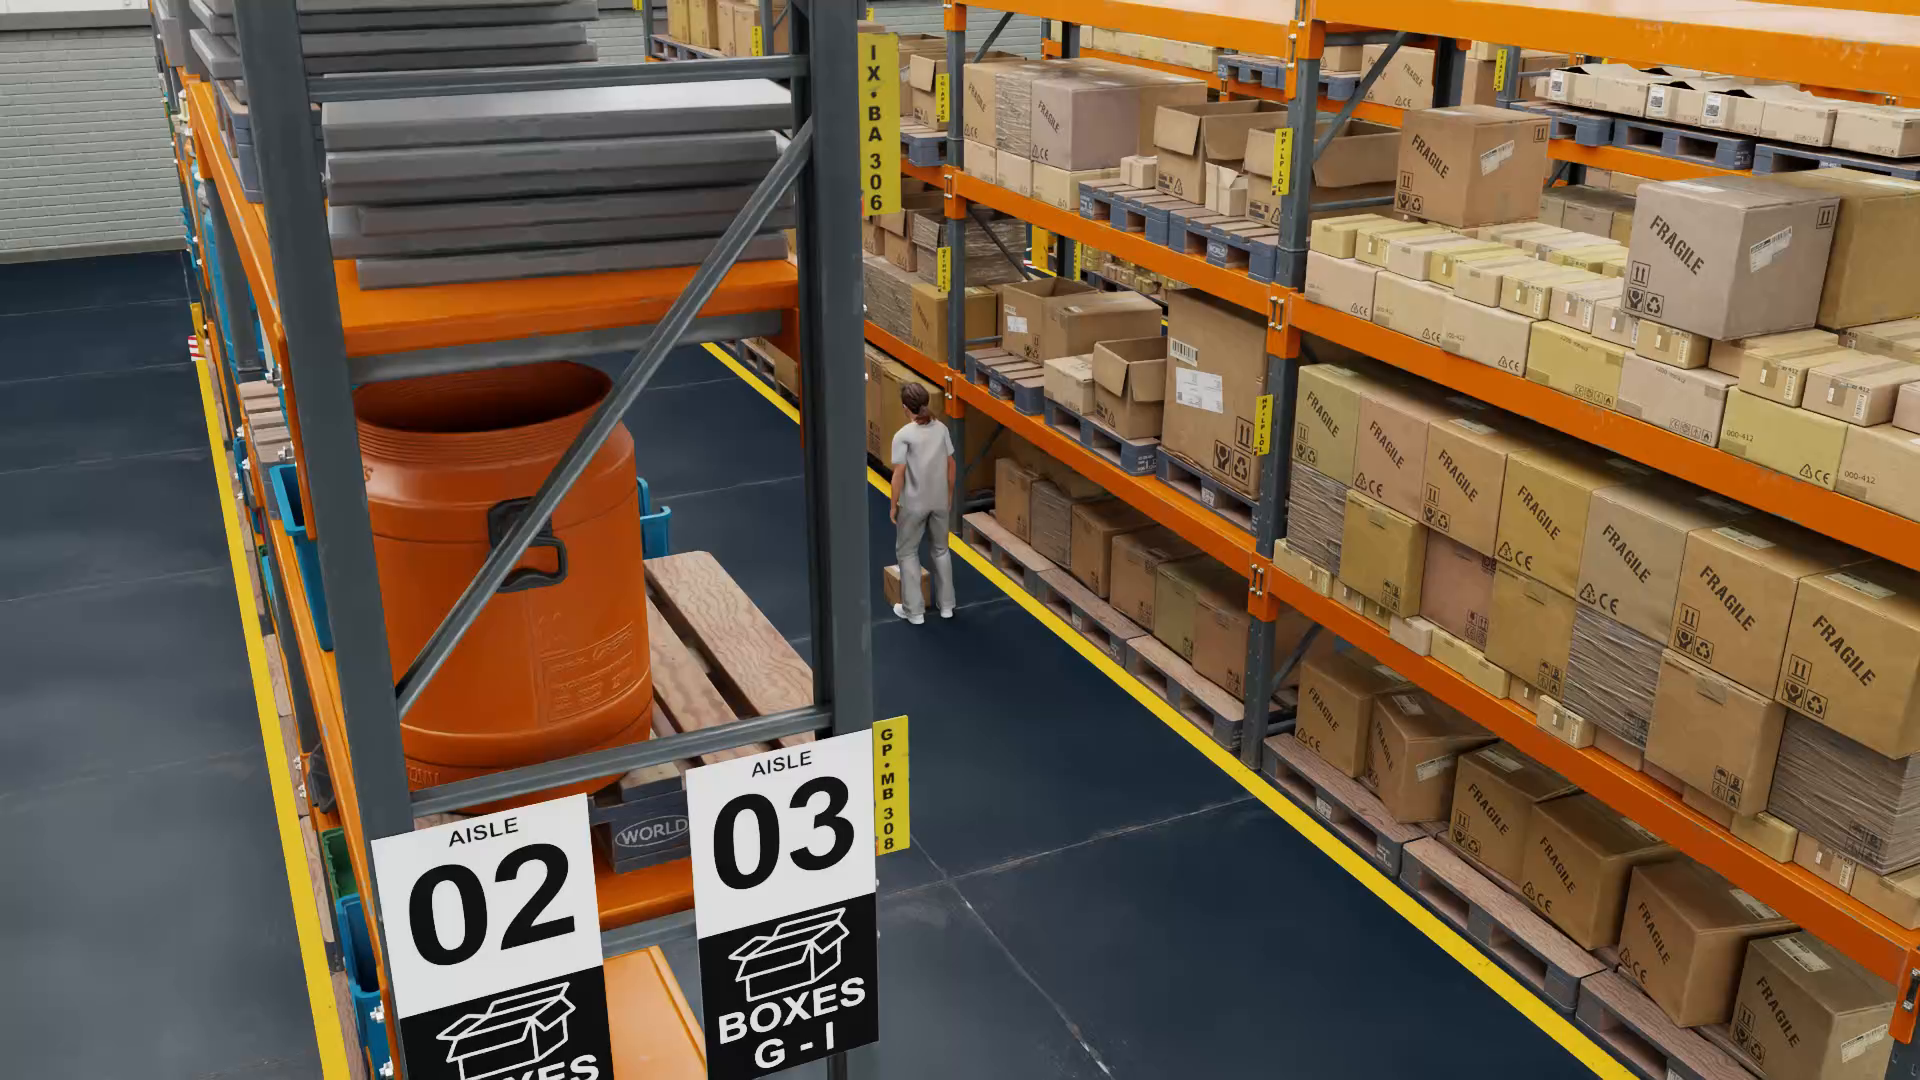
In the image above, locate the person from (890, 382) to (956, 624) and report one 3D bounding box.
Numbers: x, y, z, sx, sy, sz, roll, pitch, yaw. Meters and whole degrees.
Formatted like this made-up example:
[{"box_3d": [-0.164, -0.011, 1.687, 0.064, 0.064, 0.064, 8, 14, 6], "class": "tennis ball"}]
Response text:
[{"box_3d": [-0.256, -0.240, 11.210, 0.498, 1.650, 0.347, -11, 25, -26], "class": "person"}]
